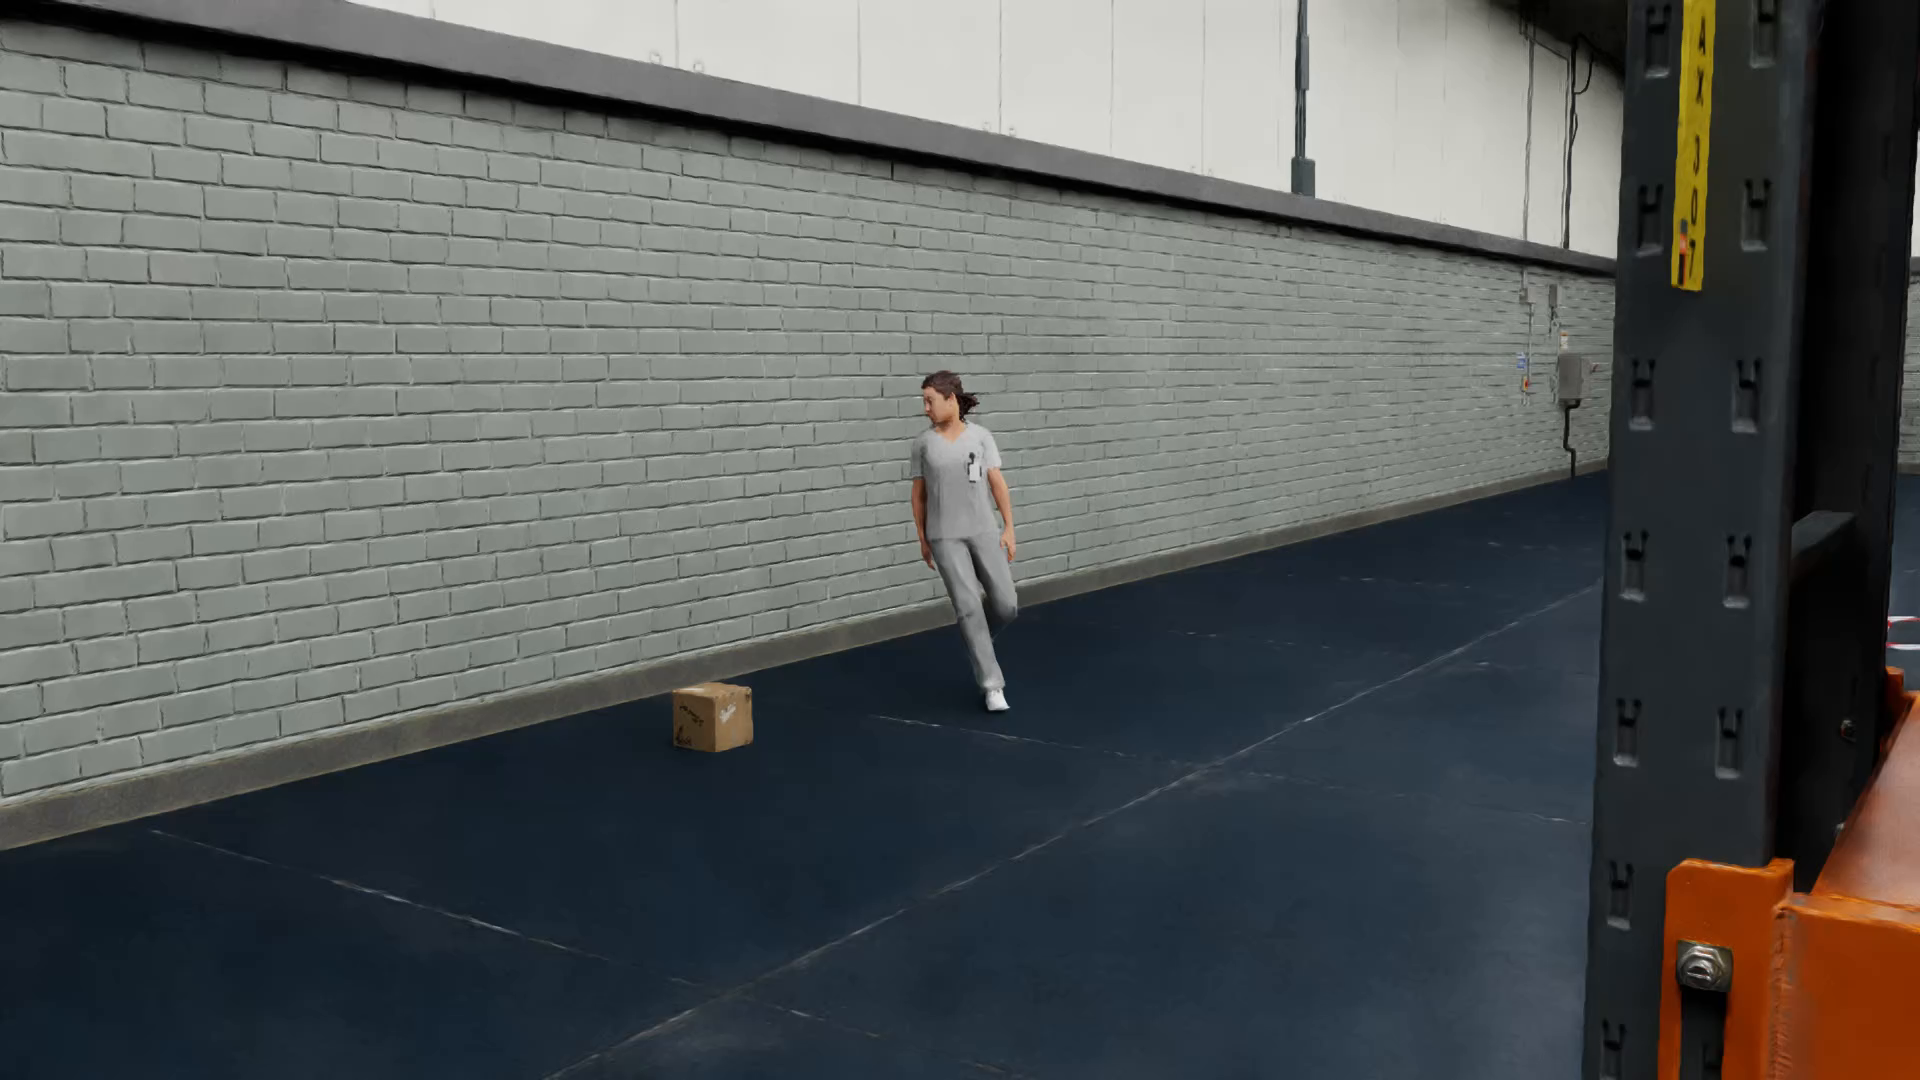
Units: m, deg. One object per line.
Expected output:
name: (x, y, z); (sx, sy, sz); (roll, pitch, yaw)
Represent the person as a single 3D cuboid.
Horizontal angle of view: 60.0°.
person: (0.013, -0.015, 8.204); (0.518, 1.639, 0.705); (-1, 6, -8)
